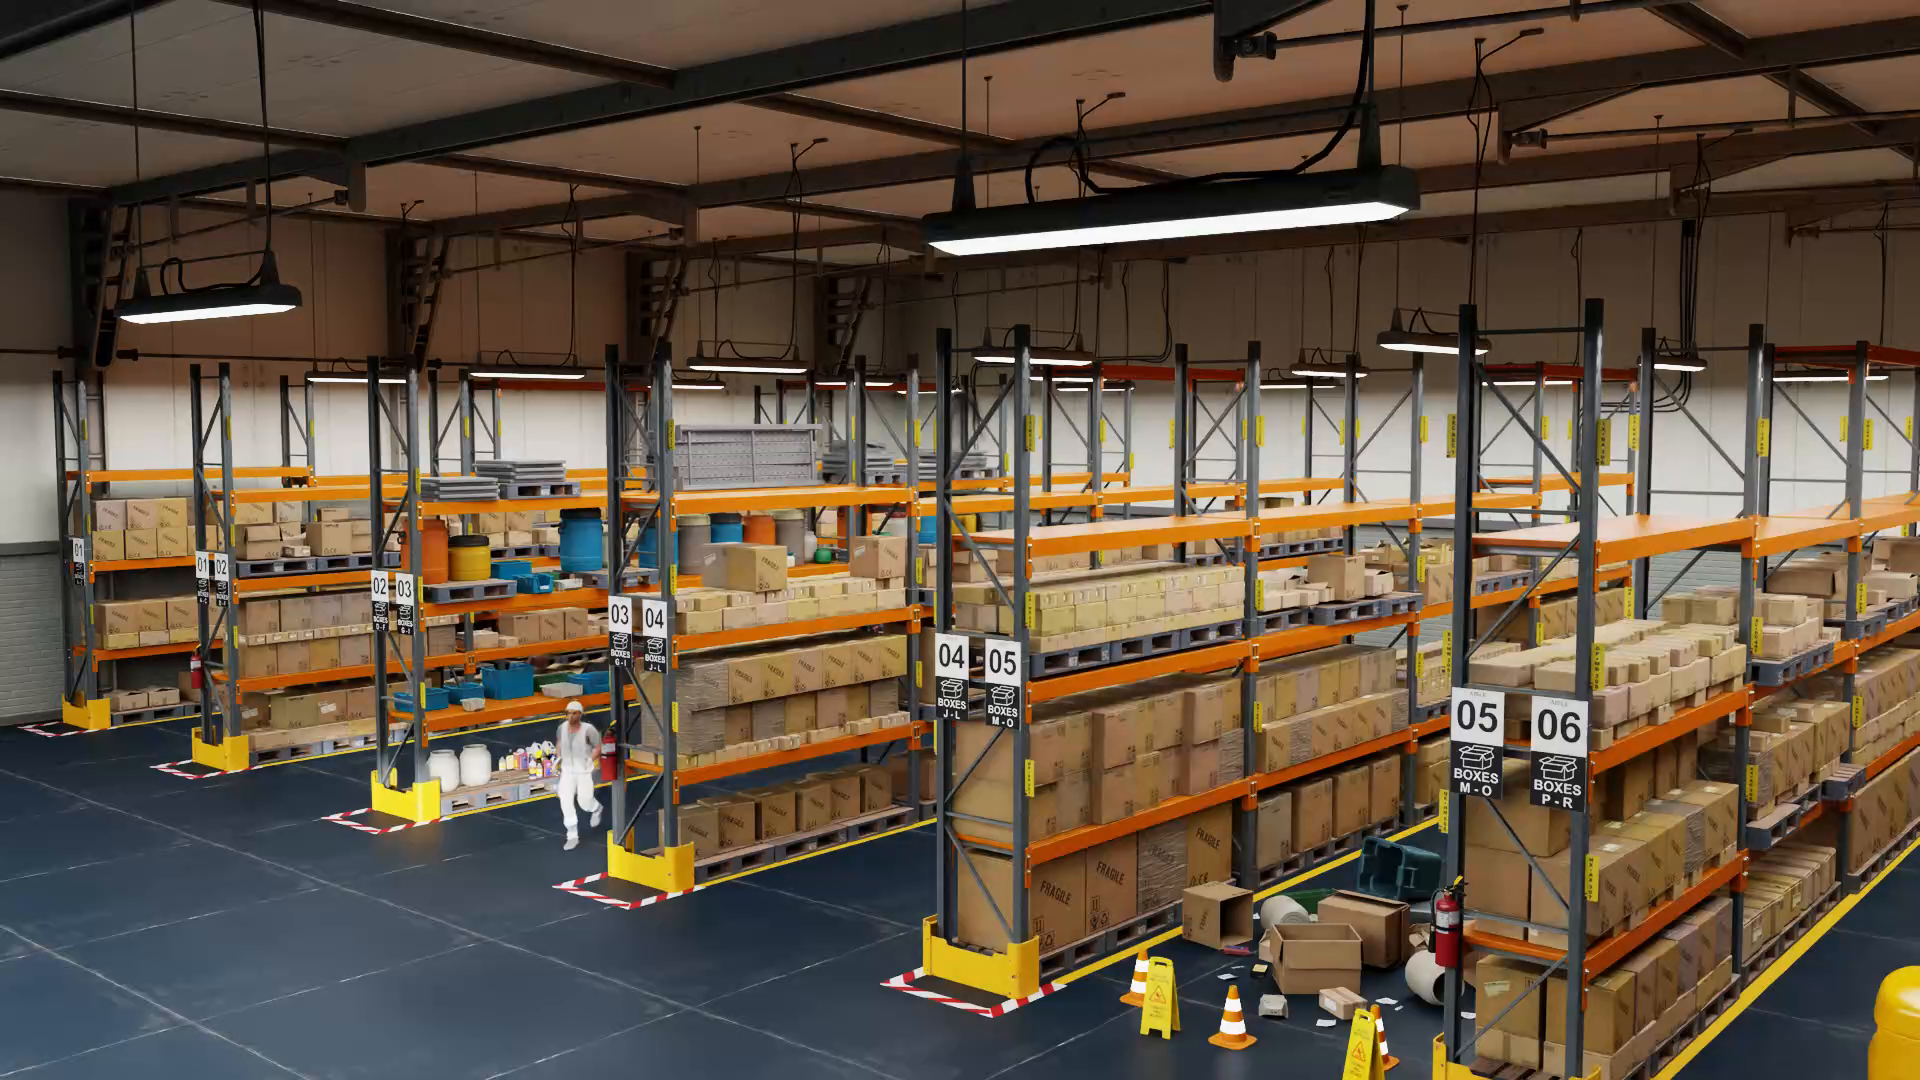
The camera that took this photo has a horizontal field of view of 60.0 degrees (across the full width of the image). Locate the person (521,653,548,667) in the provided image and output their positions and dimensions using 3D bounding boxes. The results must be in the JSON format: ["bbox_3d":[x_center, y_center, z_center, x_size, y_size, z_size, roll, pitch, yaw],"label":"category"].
[{"bbox_3d":[-7.833,2.183,31.142,0.964,1.518,0.587,-4,6,-45],"label":"person"}]

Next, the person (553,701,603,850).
[{"bbox_3d":[-4.654,2.822,20.330,0.637,1.766,0.898,1,4,9],"label":"person"}]
